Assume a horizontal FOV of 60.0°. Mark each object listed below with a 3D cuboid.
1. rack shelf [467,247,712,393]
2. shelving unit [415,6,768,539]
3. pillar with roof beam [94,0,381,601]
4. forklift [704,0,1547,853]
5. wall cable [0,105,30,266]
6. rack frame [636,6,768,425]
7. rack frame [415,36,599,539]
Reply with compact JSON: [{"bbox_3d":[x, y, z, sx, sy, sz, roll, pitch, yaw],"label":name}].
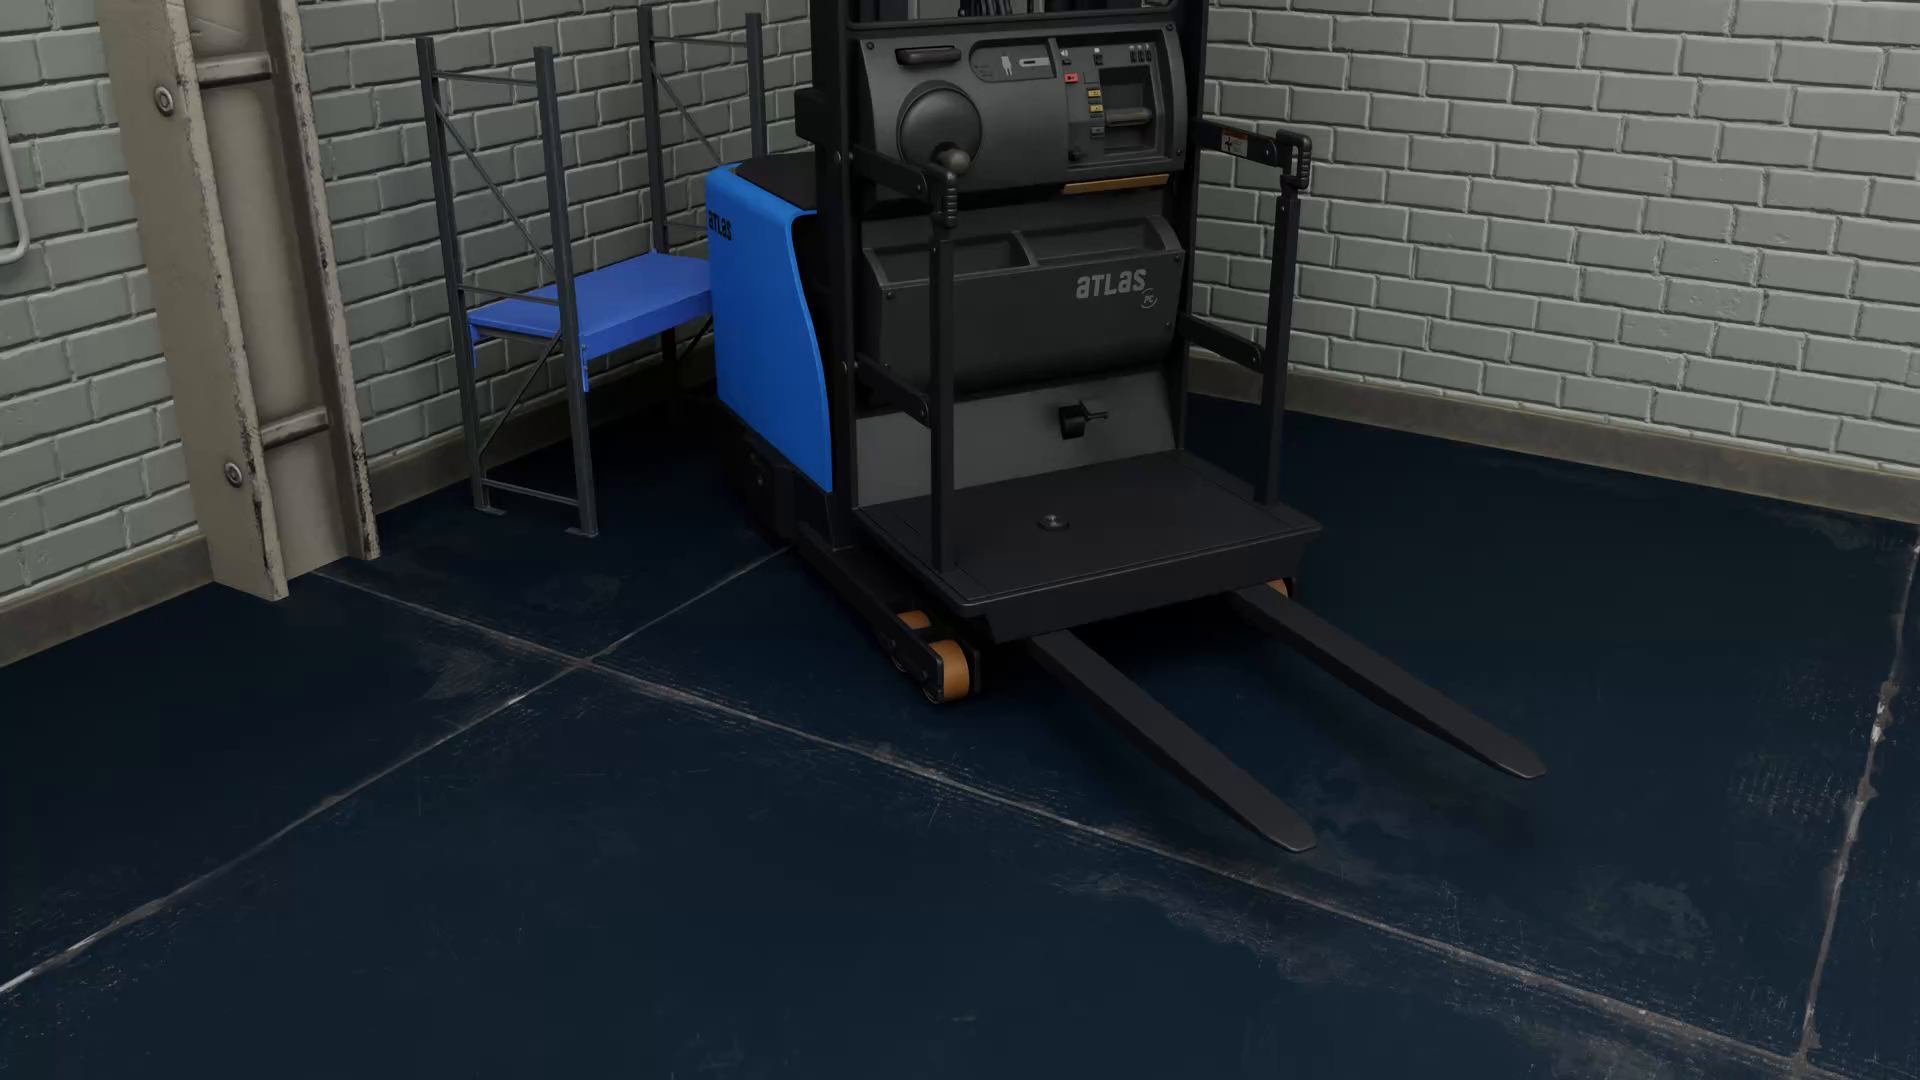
[{"bbox_3d":[-1.129,-0.756,5.562,0.538,0.185,1.000,12,26,26],"label":"rack shelf"},{"bbox_3d":[-1.129,-0.922,5.490,0.538,1.500,1.048,12,26,26],"label":"shelving unit"},{"bbox_3d":[1.636,-3.147,1.193,9.100,9.000,0.400,14,27,29],"label":"pillar with roof beam"},{"bbox_3d":[0.279,-1.124,4.157,1.130,2.935,3.031,-11,26,-24],"label":"forklift"},{"bbox_3d":[-2.839,-1.301,3.200,0.084,1.984,1.851,14,27,29],"label":"wall cable"},{"bbox_3d":[-0.883,-1.098,5.899,0.500,1.500,0.032,12,26,26],"label":"rack frame"},{"bbox_3d":[-1.374,-0.745,5.082,0.500,1.500,0.032,12,26,26],"label":"rack frame"}]
